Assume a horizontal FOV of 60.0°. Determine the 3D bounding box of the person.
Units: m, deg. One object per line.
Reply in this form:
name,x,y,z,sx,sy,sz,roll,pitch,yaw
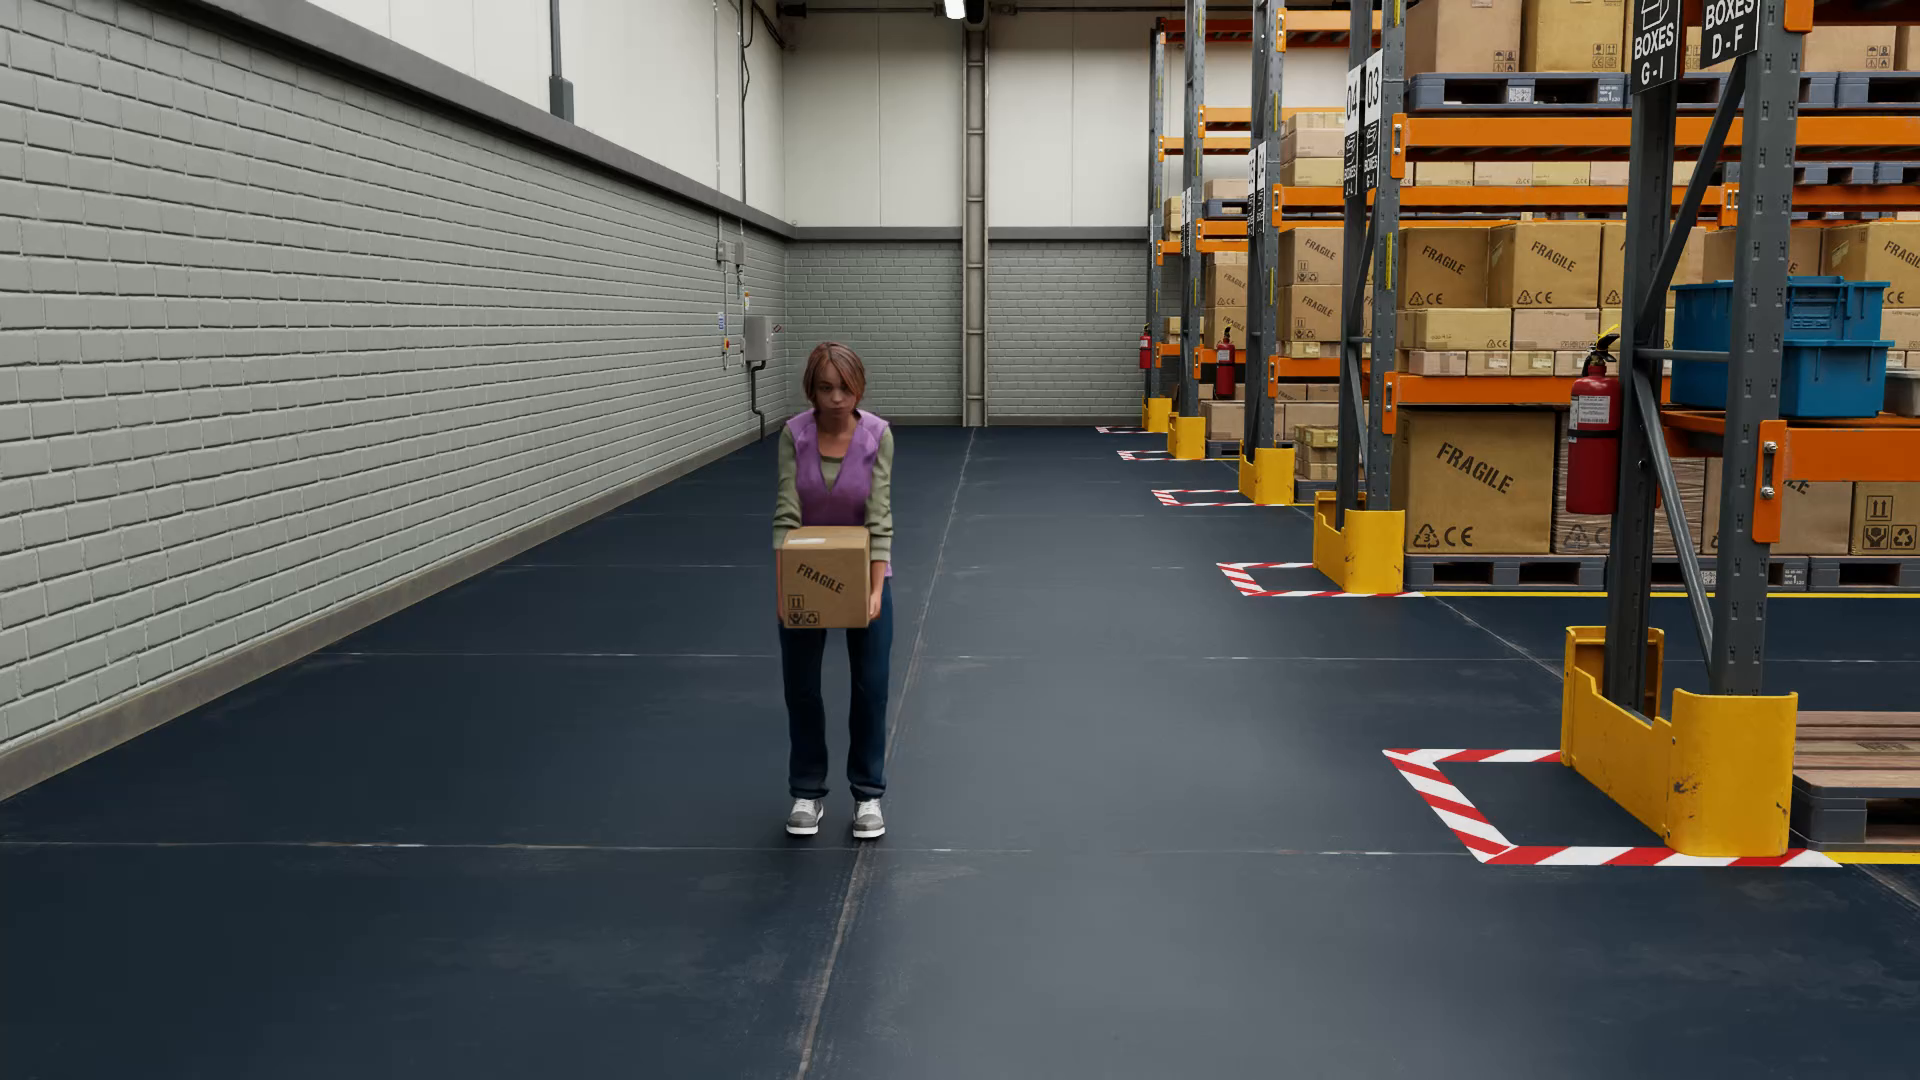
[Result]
person,-0.390,0.166,5.216,0.374,1.561,0.536,0,7,0
